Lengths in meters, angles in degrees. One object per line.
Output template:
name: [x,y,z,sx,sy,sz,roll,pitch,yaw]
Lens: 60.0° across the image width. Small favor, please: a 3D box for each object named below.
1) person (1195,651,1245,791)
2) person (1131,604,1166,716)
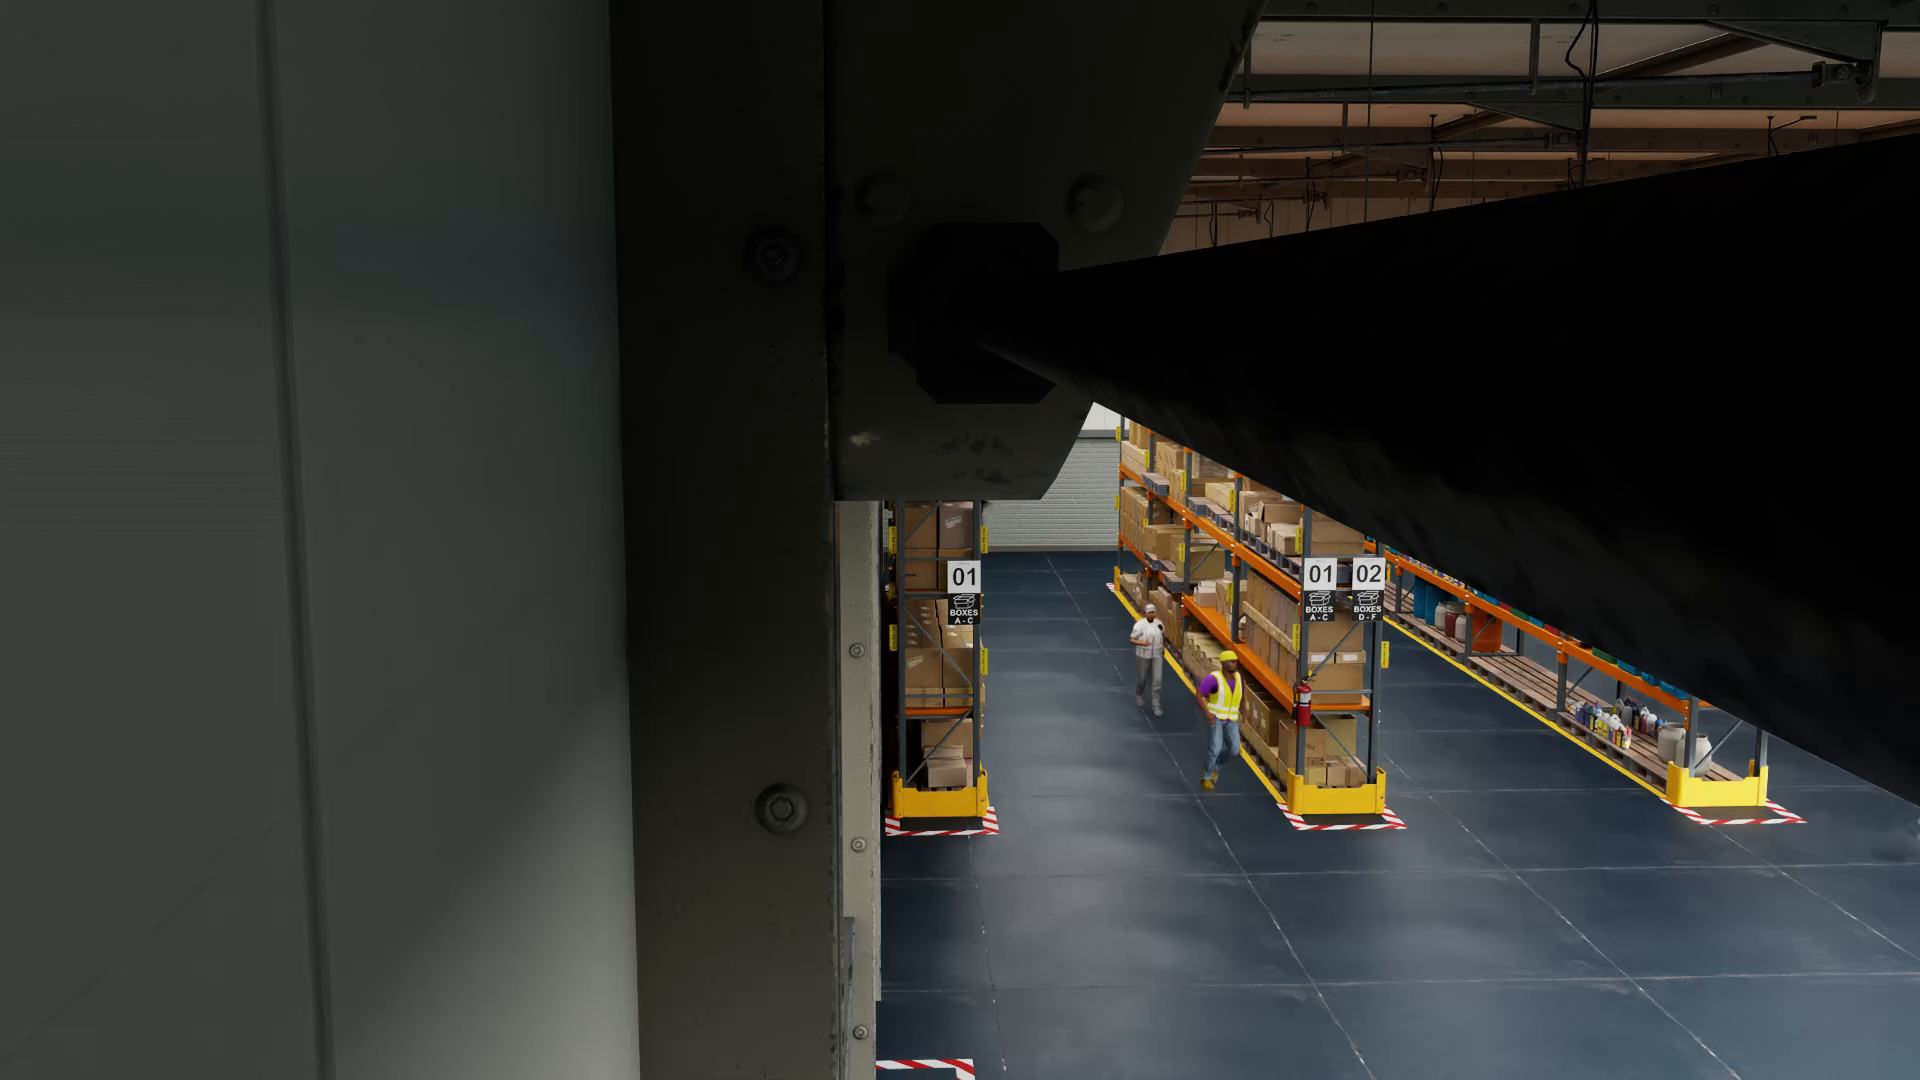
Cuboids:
person: [3.295,2.236,20.731,0.761,1.731,0.502,-4,9,-24]
person: [2.917,1.805,25.627,0.606,1.666,0.873,-1,8,-9]
